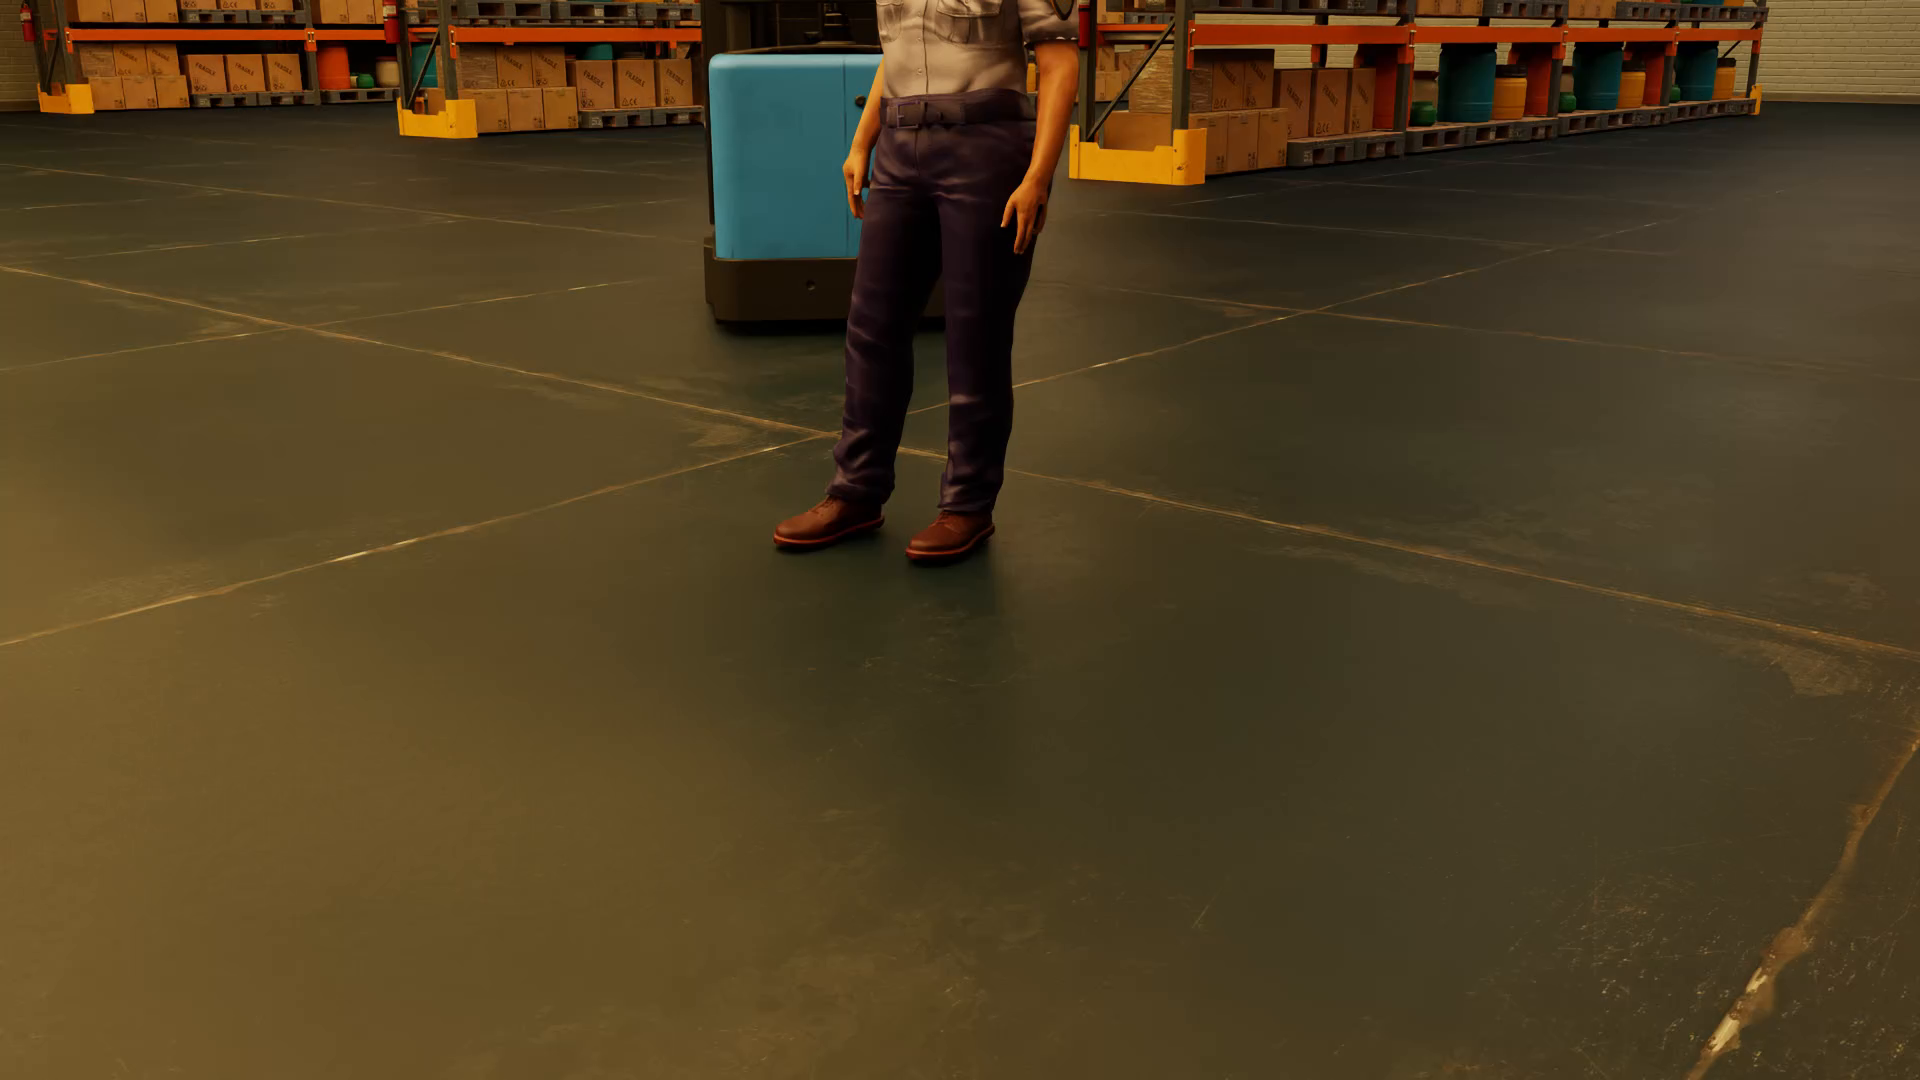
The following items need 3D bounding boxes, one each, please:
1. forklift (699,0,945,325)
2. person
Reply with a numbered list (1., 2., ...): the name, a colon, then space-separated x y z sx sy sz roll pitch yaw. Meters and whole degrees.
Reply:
1. forklift: -0.647 -2.643 7.602 1.130 2.935 3.031 -2 17 -8
2. person: -0.075 -0.779 3.648 0.598 1.651 0.502 13 21 37
